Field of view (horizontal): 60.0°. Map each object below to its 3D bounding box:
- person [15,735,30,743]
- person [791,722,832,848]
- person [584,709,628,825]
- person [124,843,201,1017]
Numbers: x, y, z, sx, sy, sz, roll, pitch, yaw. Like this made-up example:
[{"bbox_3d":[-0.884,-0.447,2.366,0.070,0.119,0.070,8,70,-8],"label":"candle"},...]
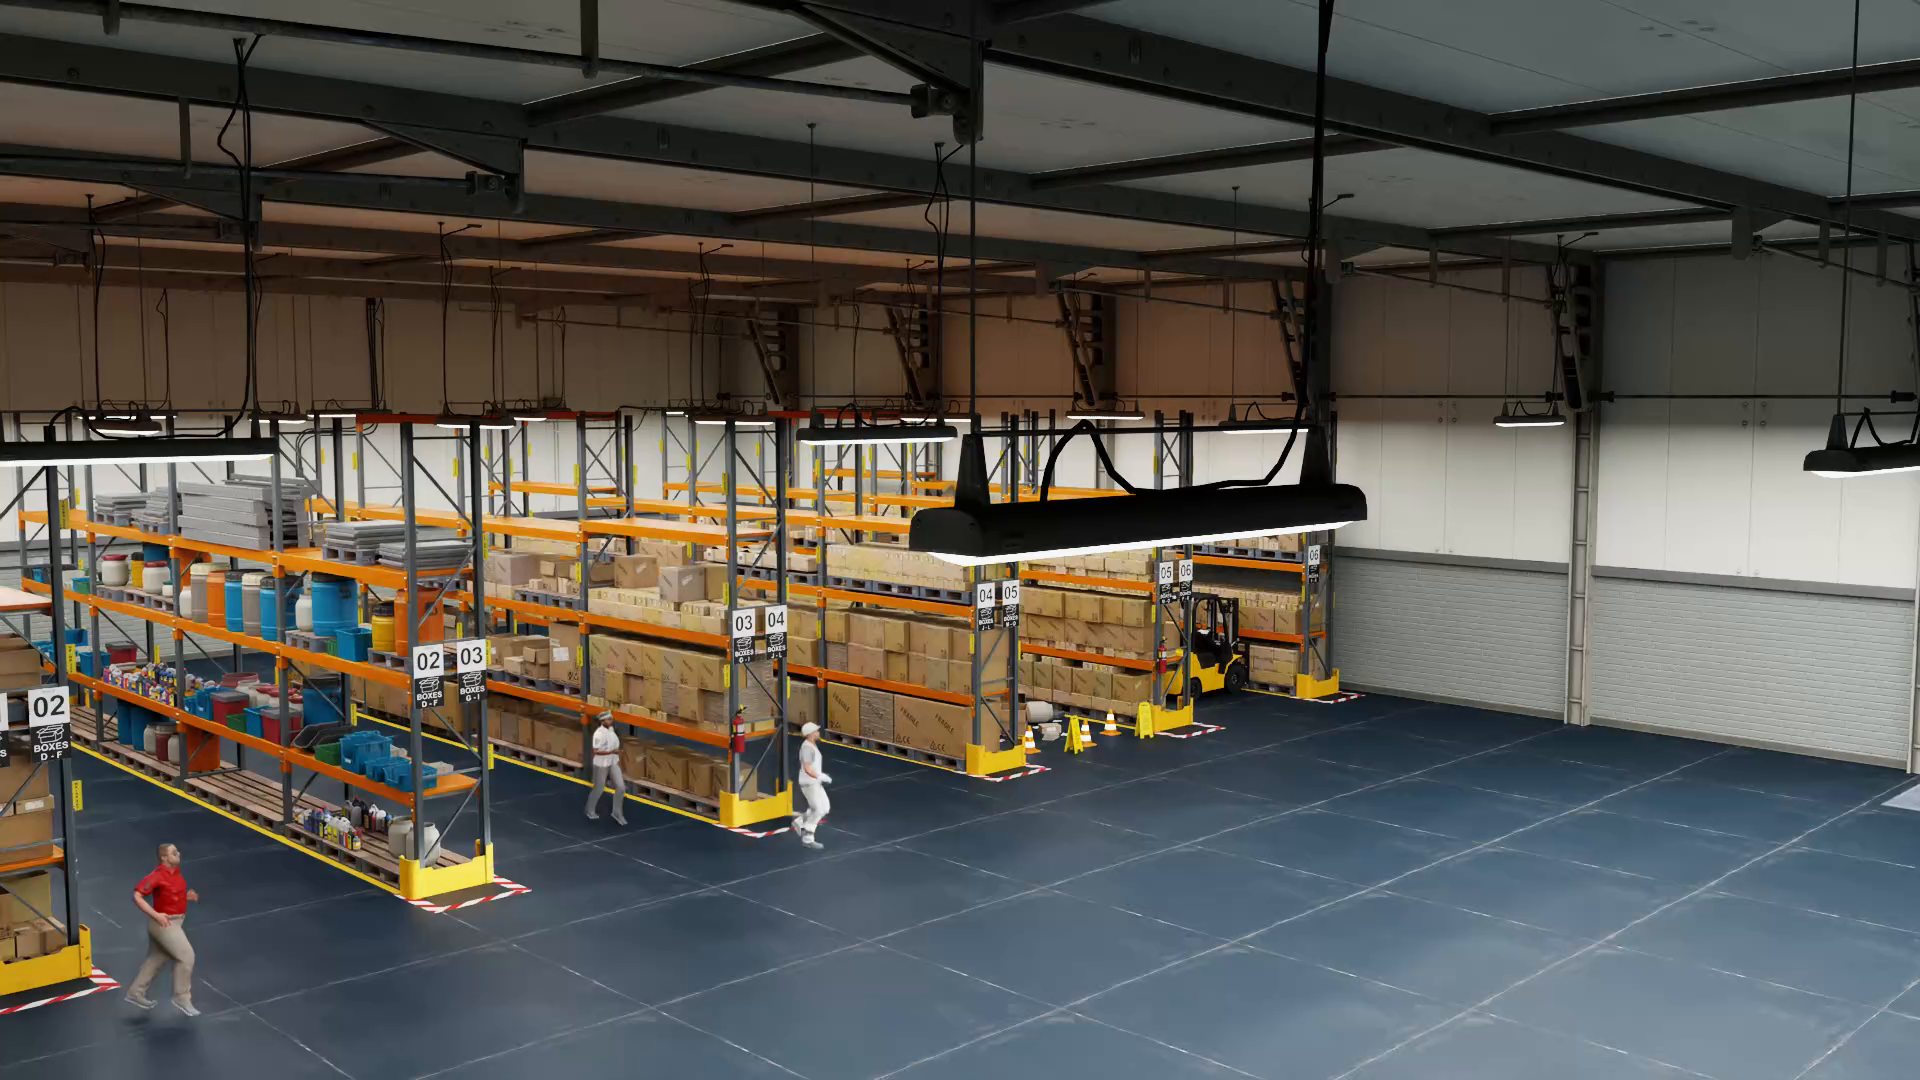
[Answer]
[{"bbox_3d":[-14.902,3.173,26.224,0.915,1.750,0.667,4,6,39],"label":"person"},{"bbox_3d":[-2.087,3.442,23.435,0.600,1.749,0.698,0,5,1],"label":"person"},{"bbox_3d":[-5.251,3.359,24.571,0.766,1.747,0.563,3,6,32],"label":"person"},{"bbox_3d":[-8.187,3.997,17.076,0.730,1.802,0.677,-1,5,-14],"label":"person"}]
